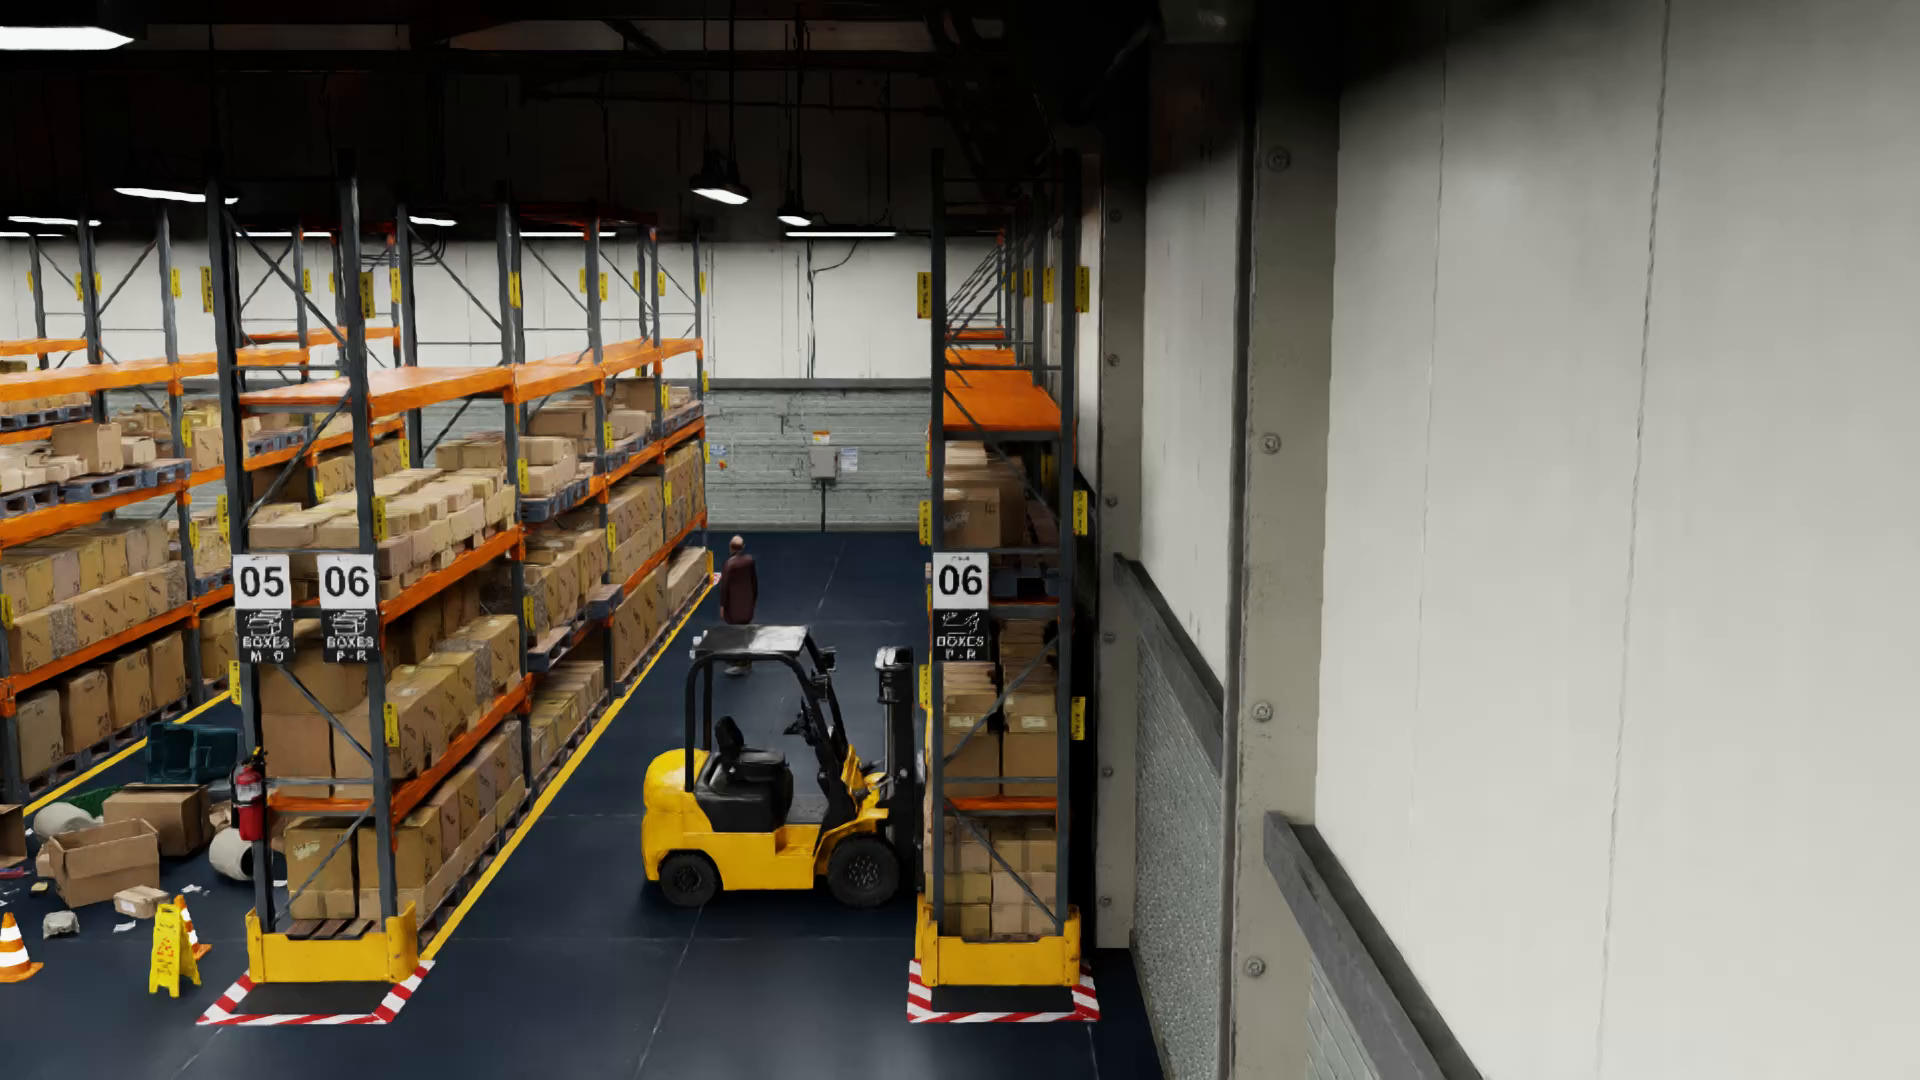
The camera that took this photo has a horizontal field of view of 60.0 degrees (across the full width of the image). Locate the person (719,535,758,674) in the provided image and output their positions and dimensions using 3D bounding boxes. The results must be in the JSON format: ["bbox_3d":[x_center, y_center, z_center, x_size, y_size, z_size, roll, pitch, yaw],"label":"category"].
[{"bbox_3d":[-2.919,0.813,21.693,0.636,1.775,0.677,5,11,30],"label":"person"}]
